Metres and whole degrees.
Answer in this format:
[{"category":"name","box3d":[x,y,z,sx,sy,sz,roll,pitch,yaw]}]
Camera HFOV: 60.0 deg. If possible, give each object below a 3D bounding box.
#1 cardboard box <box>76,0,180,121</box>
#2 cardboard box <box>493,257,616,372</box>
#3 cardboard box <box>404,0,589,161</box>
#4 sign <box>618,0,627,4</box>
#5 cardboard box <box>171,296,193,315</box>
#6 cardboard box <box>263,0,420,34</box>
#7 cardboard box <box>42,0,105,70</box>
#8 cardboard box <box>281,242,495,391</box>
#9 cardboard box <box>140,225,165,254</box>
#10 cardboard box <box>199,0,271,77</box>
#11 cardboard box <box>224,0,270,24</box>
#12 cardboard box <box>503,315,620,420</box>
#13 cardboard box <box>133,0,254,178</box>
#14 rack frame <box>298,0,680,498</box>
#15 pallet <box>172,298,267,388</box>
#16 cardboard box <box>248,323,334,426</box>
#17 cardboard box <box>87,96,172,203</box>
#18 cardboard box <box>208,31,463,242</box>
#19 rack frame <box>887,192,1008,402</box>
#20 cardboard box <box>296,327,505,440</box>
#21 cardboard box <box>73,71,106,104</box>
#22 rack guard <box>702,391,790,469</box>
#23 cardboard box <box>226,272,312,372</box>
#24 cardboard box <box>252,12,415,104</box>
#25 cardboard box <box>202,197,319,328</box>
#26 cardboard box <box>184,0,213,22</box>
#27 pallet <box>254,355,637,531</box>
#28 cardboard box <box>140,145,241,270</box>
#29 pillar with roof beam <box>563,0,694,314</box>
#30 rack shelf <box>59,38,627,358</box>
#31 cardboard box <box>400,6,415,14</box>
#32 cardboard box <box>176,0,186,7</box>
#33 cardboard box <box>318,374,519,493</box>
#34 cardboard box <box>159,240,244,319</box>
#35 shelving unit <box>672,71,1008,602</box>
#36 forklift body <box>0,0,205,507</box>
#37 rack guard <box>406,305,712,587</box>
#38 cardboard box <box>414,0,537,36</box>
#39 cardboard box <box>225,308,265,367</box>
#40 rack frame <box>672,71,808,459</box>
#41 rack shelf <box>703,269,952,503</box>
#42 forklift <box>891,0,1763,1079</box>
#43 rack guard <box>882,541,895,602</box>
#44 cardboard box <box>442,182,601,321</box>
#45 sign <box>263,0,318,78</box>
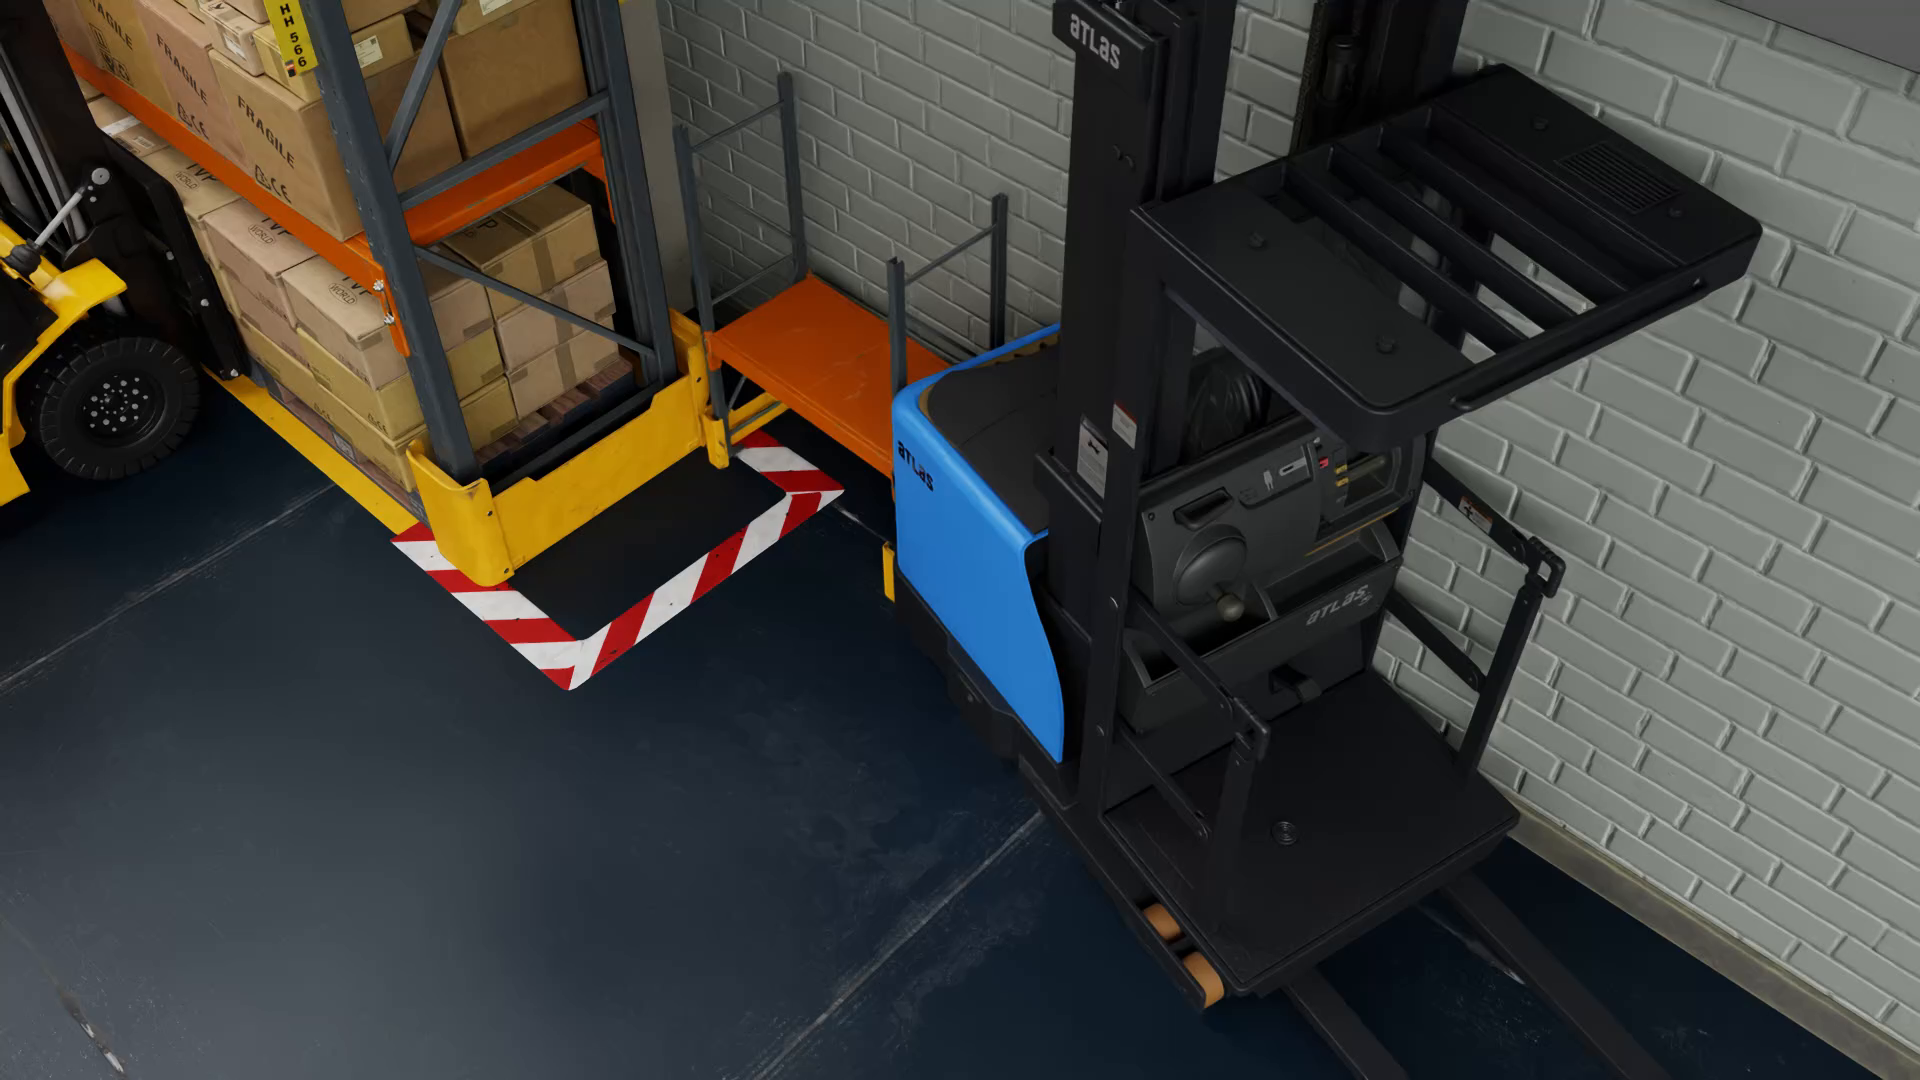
[{"category":"cardboard box","box3d":[-2.767,-1.897,5.905,0.500,0.500,0.500,33,55,27]},{"category":"cardboard box","box3d":[-1.680,-0.963,6.351,0.500,0.250,0.500,35,56,28]},{"category":"cardboard box","box3d":[-1.651,-1.673,5.695,0.500,0.500,0.500,36,56,29]},{"category":"sign","box3d":[-1.095,-1.863,5.294,0.005,0.325,0.100,34,55,28]},{"category":"cardboard box","box3d":[-3.153,-1.259,6.972,0.500,0.250,0.500,36,56,29]},{"category":"cardboard box","box3d":[-1.882,-1.667,5.040,0.250,0.149,0.380,34,55,28]},{"category":"cardboard box","box3d":[-3.144,-2.139,6.133,0.500,0.500,0.500,34,56,28]},{"category":"cardboard box","box3d":[-2.026,-0.851,5.903,0.500,0.250,0.500,36,56,29]},{"category":"cardboard box","box3d":[-3.165,-1.439,6.799,0.500,0.250,0.500,34,55,28]},{"category":"cardboard box","box3d":[-2.128,-1.633,5.212,0.250,0.149,0.380,35,56,28]},{"category":"cardboard box","box3d":[-2.084,-1.773,5.139,0.250,0.149,0.380,34,55,28]},{"category":"cardboard box","box3d":[-1.704,-0.795,6.537,0.500,0.250,0.500,34,56,28]},{"category":"cardboard box","box3d":[-2.390,-1.644,5.667,0.500,0.500,0.500,36,56,29]},{"category":"rack frame","box3d":[-1.476,-1.245,5.362,0.127,3.000,1.000,34,55,28]},{"category":"pallet","box3d":[-2.958,-1.250,7.278,1.213,0.211,1.003,34,55,28]},{"category":"cardboard box","box3d":[-2.394,-0.762,6.506,0.500,0.250,0.500,34,55,28]},{"category":"cardboard box","box3d":[-3.150,-1.599,6.606,0.500,0.250,0.500,33,55,27]},{"category":"cardboard box","box3d":[-2.015,-1.382,5.422,0.500,0.500,0.500,33,55,27]},{"category":"rack frame","box3d":[-0.035,-0.441,5.635,0.032,1.500,0.500,36,56,29]},{"category":"cardboard box","box3d":[-2.045,-0.692,6.097,0.500,0.250,0.500,33,55,27]},{"category":"cardboard box","box3d":[-3.530,-1.862,6.853,0.500,0.250,0.500,36,56,29]},{"category":"rack guard","box3d":[-0.760,-0.531,6.577,0.087,0.250,0.587,36,56,29]},{"category":"cardboard box","box3d":[-2.407,-0.946,6.336,0.500,0.250,0.500,33,55,27]},{"category":"cardboard box","box3d":[-1.920,-1.523,5.109,0.250,0.149,0.380,35,56,28]},{"category":"cardboard box","box3d":[-2.405,-1.100,6.137,0.500,0.250,0.500,35,56,28]},{"category":"cardboard box","box3d":[-2.278,-1.794,5.364,0.250,0.149,0.380,35,56,28]},{"category":"pallet","box3d":[-2.066,-0.646,6.712,1.213,0.211,1.003,34,55,28]},{"category":"cardboard box","box3d":[-2.782,-1.344,6.367,0.500,0.250,0.500,35,56,28]},{"category":"pillar with roof beam","box3d":[-4.296,-1.820,1.786,0.400,9.000,9.100,34,55,28]},{"category":"rack shelf","box3d":[-2.945,-1.988,6.552,4.000,0.370,1.077,34,55,28]},{"category":"cardboard box","box3d":[-1.774,-1.896,5.459,0.250,0.149,0.380,34,55,28]},{"category":"cardboard box","box3d":[-2.452,-1.923,5.484,0.250,0.149,0.380,34,55,27]},{"category":"cardboard box","box3d":[-2.035,-0.511,6.270,0.500,0.250,0.500,34,56,28]},{"category":"cardboard box","box3d":[-2.800,-1.190,6.565,0.500,0.250,0.500,33,55,27]},{"category":"shelving unit","box3d":[-0.404,-0.705,5.883,1.083,1.500,0.587,36,56,29]},{"category":"forklift body","box3d":[-4.106,-0.915,5.634,1.214,2.155,2.313,34,55,28]},{"category":"rack guard","box3d":[-1.458,-0.378,6.262,0.348,0.500,1.175,34,55,28]},{"category":"cardboard box","box3d":[-1.549,-1.808,5.377,0.250,0.149,0.380,33,55,27]},{"category":"cardboard box","box3d":[-2.756,-1.014,6.743,0.500,0.250,0.500,35,56,28]},{"category":"rack frame","box3d":[-0.761,-0.960,6.122,0.032,1.500,0.500,36,56,29]},{"category":"rack shelf","box3d":[-0.398,-0.577,6.010,1.000,0.185,0.538,36,56,29]},{"category":"forklift","box3d":[0.978,-0.013,4.252,1.130,2.935,3.031,-25,52,-21]},{"category":"rack guard","box3d":[-0.049,-0.023,6.100,0.087,0.250,0.587,36,56,29]},{"category":"cardboard box","box3d":[-1.700,-1.129,6.165,0.500,0.250,0.500,33,55,27]},{"category":"sign","box3d":[-1.854,-1.439,4.587,0.005,0.325,0.100,34,55,28]}]
